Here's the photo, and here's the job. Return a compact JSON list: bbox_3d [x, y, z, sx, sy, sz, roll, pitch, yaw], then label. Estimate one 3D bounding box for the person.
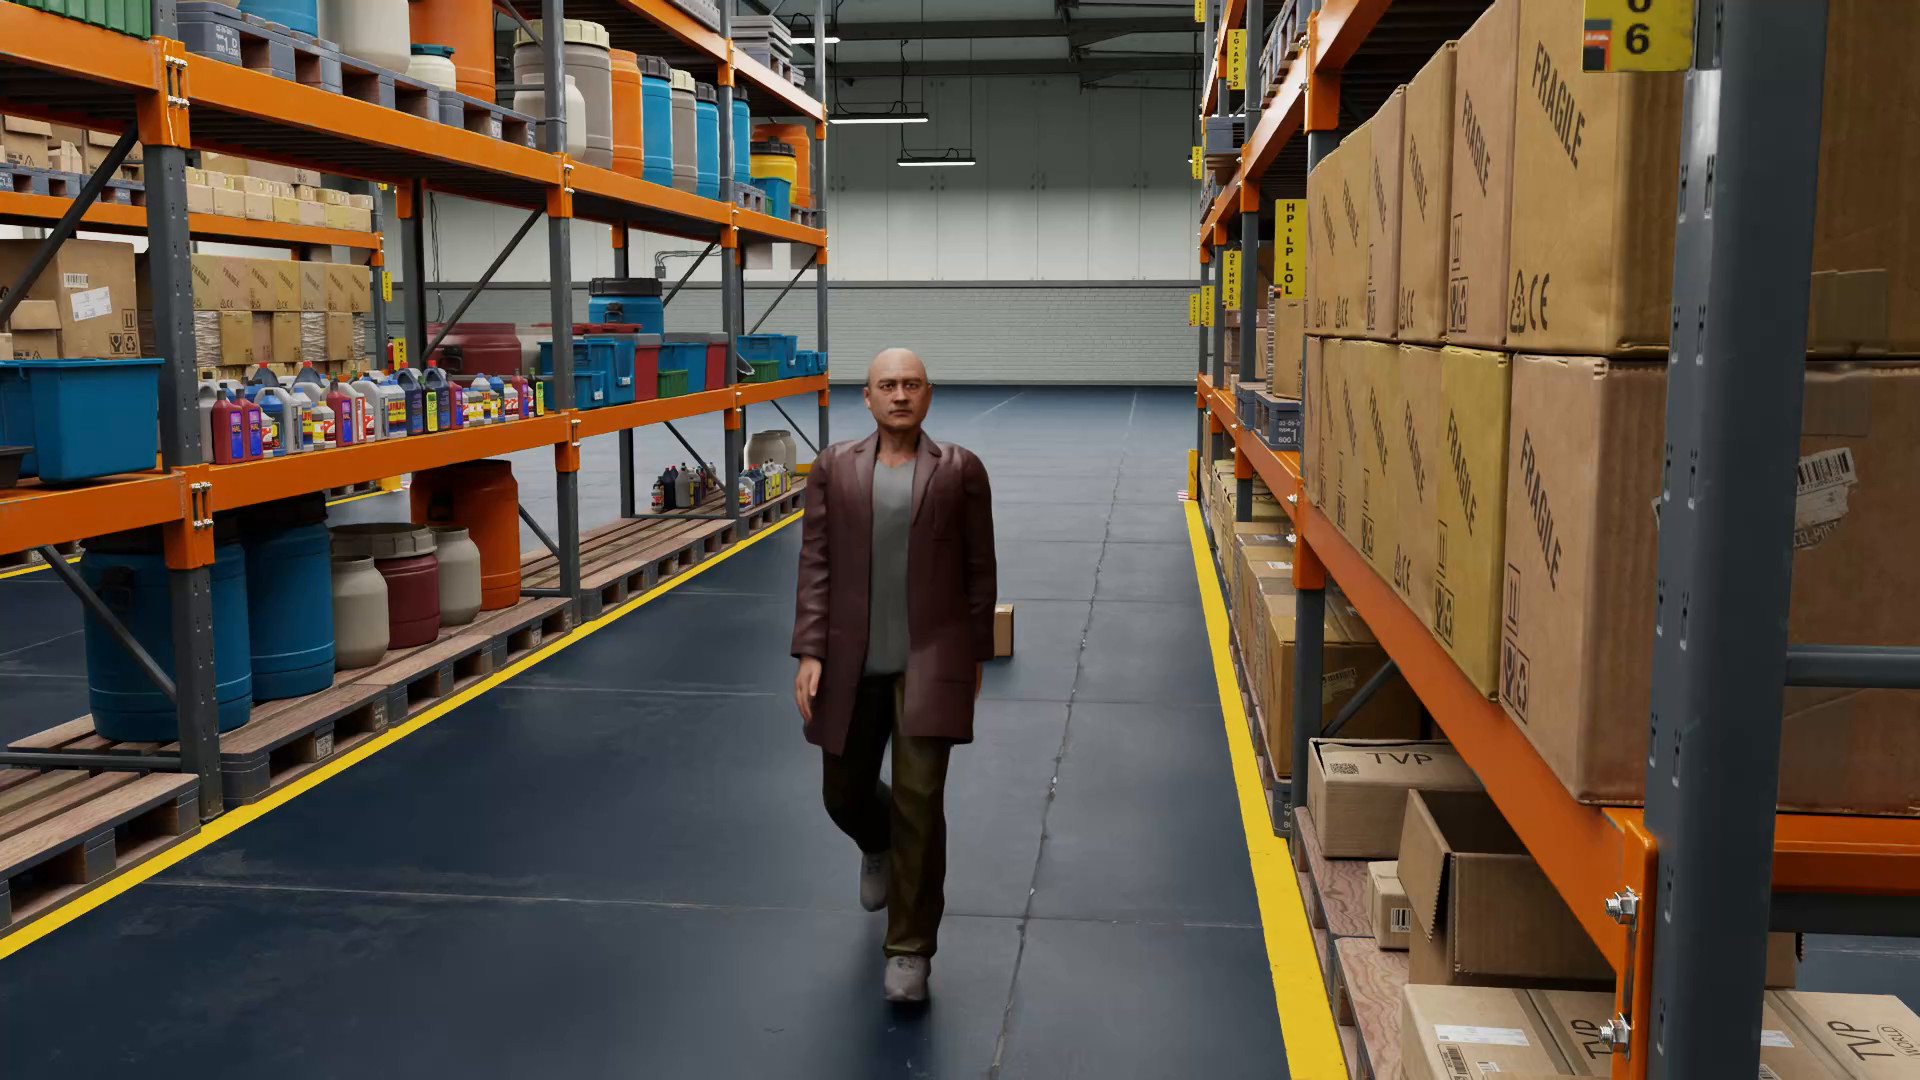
[{"bbox_3d":[-0.186,0.330,4.732,0.565,1.745,0.912,1,8,8],"label":"person"}]
